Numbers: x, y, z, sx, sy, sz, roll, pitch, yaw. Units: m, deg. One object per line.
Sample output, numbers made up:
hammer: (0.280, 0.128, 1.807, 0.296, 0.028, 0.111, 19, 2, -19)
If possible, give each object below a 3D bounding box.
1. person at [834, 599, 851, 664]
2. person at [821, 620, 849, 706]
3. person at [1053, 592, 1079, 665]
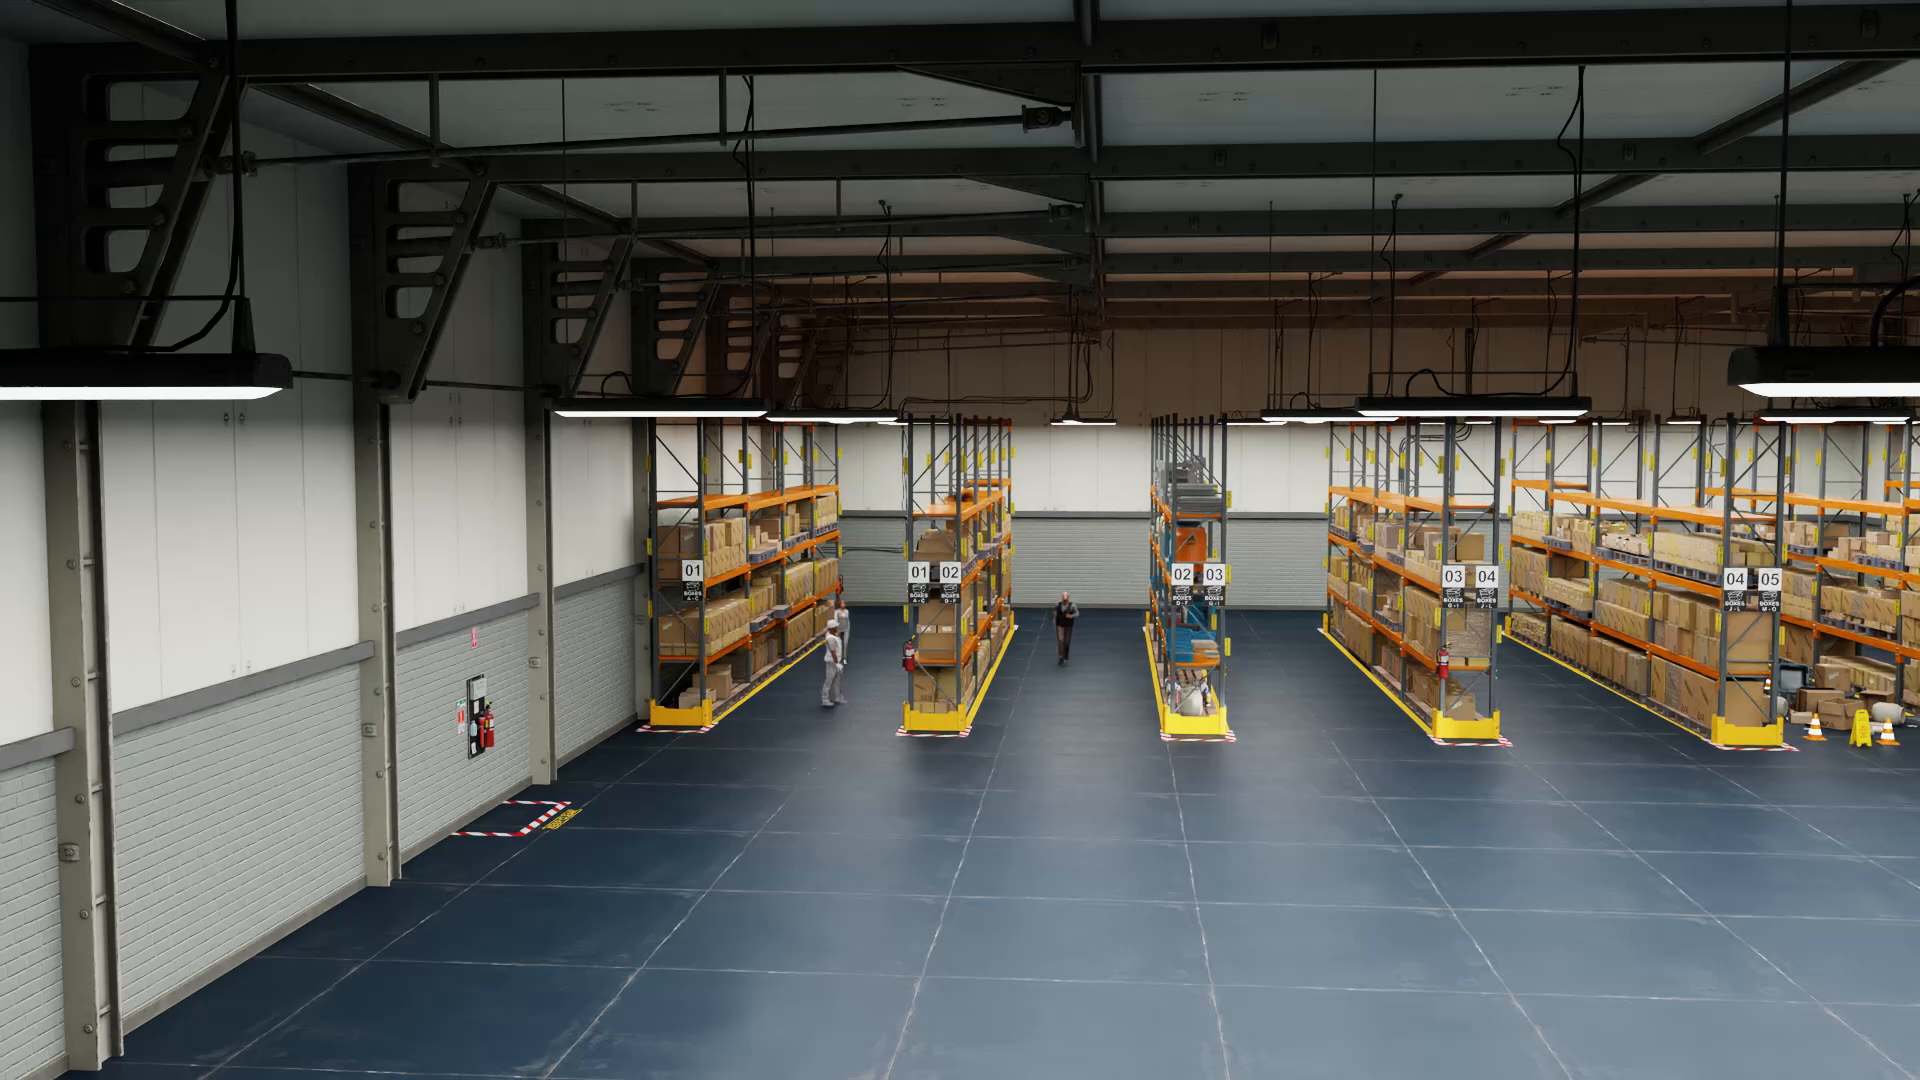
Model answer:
person: (-2.873, 2.216, 40.513, 0.423, 1.541, 0.837, 0, 4, -3)
person: (-2.591, 2.538, 34.379, 0.488, 1.820, 0.686, 1, 4, 9)
person: (2.576, 2.119, 40.401, 0.645, 1.694, 0.995, 0, 4, 3)
